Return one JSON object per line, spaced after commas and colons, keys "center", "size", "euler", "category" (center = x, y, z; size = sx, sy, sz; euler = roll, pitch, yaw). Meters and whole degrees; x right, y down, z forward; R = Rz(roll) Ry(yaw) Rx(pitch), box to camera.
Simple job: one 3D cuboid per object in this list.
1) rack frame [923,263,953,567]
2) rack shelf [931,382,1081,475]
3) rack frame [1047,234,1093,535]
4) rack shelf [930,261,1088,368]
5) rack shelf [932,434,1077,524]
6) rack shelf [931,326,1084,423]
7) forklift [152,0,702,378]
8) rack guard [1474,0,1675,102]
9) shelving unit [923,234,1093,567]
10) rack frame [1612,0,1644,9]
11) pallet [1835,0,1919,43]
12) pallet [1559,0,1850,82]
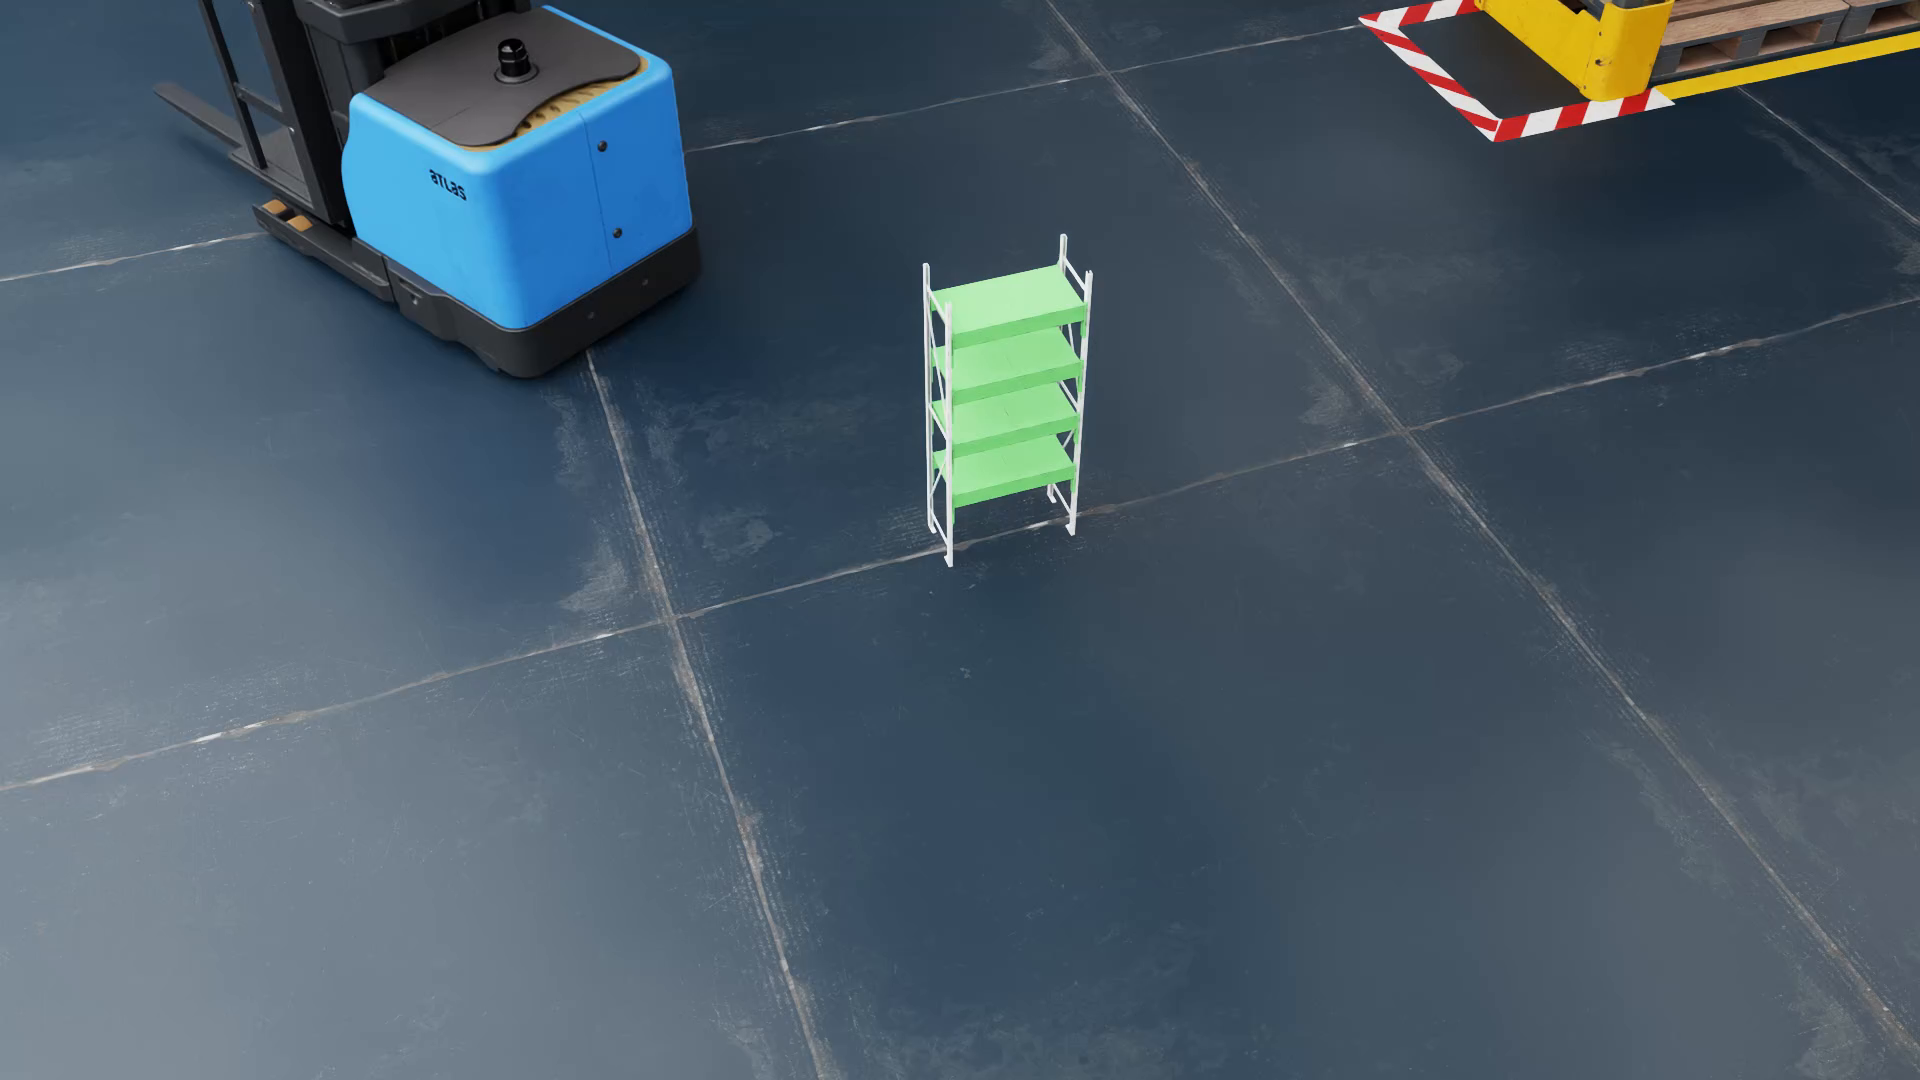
{"center": [-0.074, -0.405, 5.806], "size": [0.015, 1.200, 0.240], "euler": [-14, 47, -14], "category": "rack frame"}
{"center": [0.156, -0.418, 5.910], "size": [0.480, 0.148, 0.258], "euler": [-14, 47, -14], "category": "rack shelf"}
{"center": [0.385, -0.522, 5.923], "size": [0.015, 1.200, 0.240], "euler": [-14, 47, -14], "category": "rack frame"}
{"center": [0.156, -0.757, 5.570], "size": [0.480, 0.148, 0.258], "euler": [-14, 47, -14], "category": "rack shelf"}
{"center": [0.156, -0.249, 6.080], "size": [0.480, 0.148, 0.258], "euler": [-14, 47, -14], "category": "rack shelf"}
{"center": [0.156, -0.588, 5.740], "size": [0.480, 0.148, 0.258], "euler": [-14, 47, -14], "category": "rack shelf"}
{"center": [-2.590, -2.592, 6.764], "size": [3.031, 2.935, 1.130], "euler": [31, 53, 27], "category": "forklift"}
{"center": [3.190, -2.828, 8.715], "size": [0.348, 0.500, 1.175], "euler": [-14, 47, -14], "category": "rack guard"}
{"center": [0.156, -0.463, 5.865], "size": [0.503, 1.200, 0.258], "euler": [-14, 47, -14], "category": "shelving unit"}
{"center": [3.135, -3.660, 7.780], "size": [0.127, 3.000, 1.000], "euler": [-14, 47, -14], "category": "rack frame"}
{"center": [5.102, -3.208, 9.299], "size": [1.213, 0.211, 1.003], "euler": [-14, 47, -14], "category": "pallet"}
{"center": [3.956, -2.918, 9.009], "size": [1.213, 0.211, 1.003], "euler": [-14, 47, -14], "category": "pallet"}
